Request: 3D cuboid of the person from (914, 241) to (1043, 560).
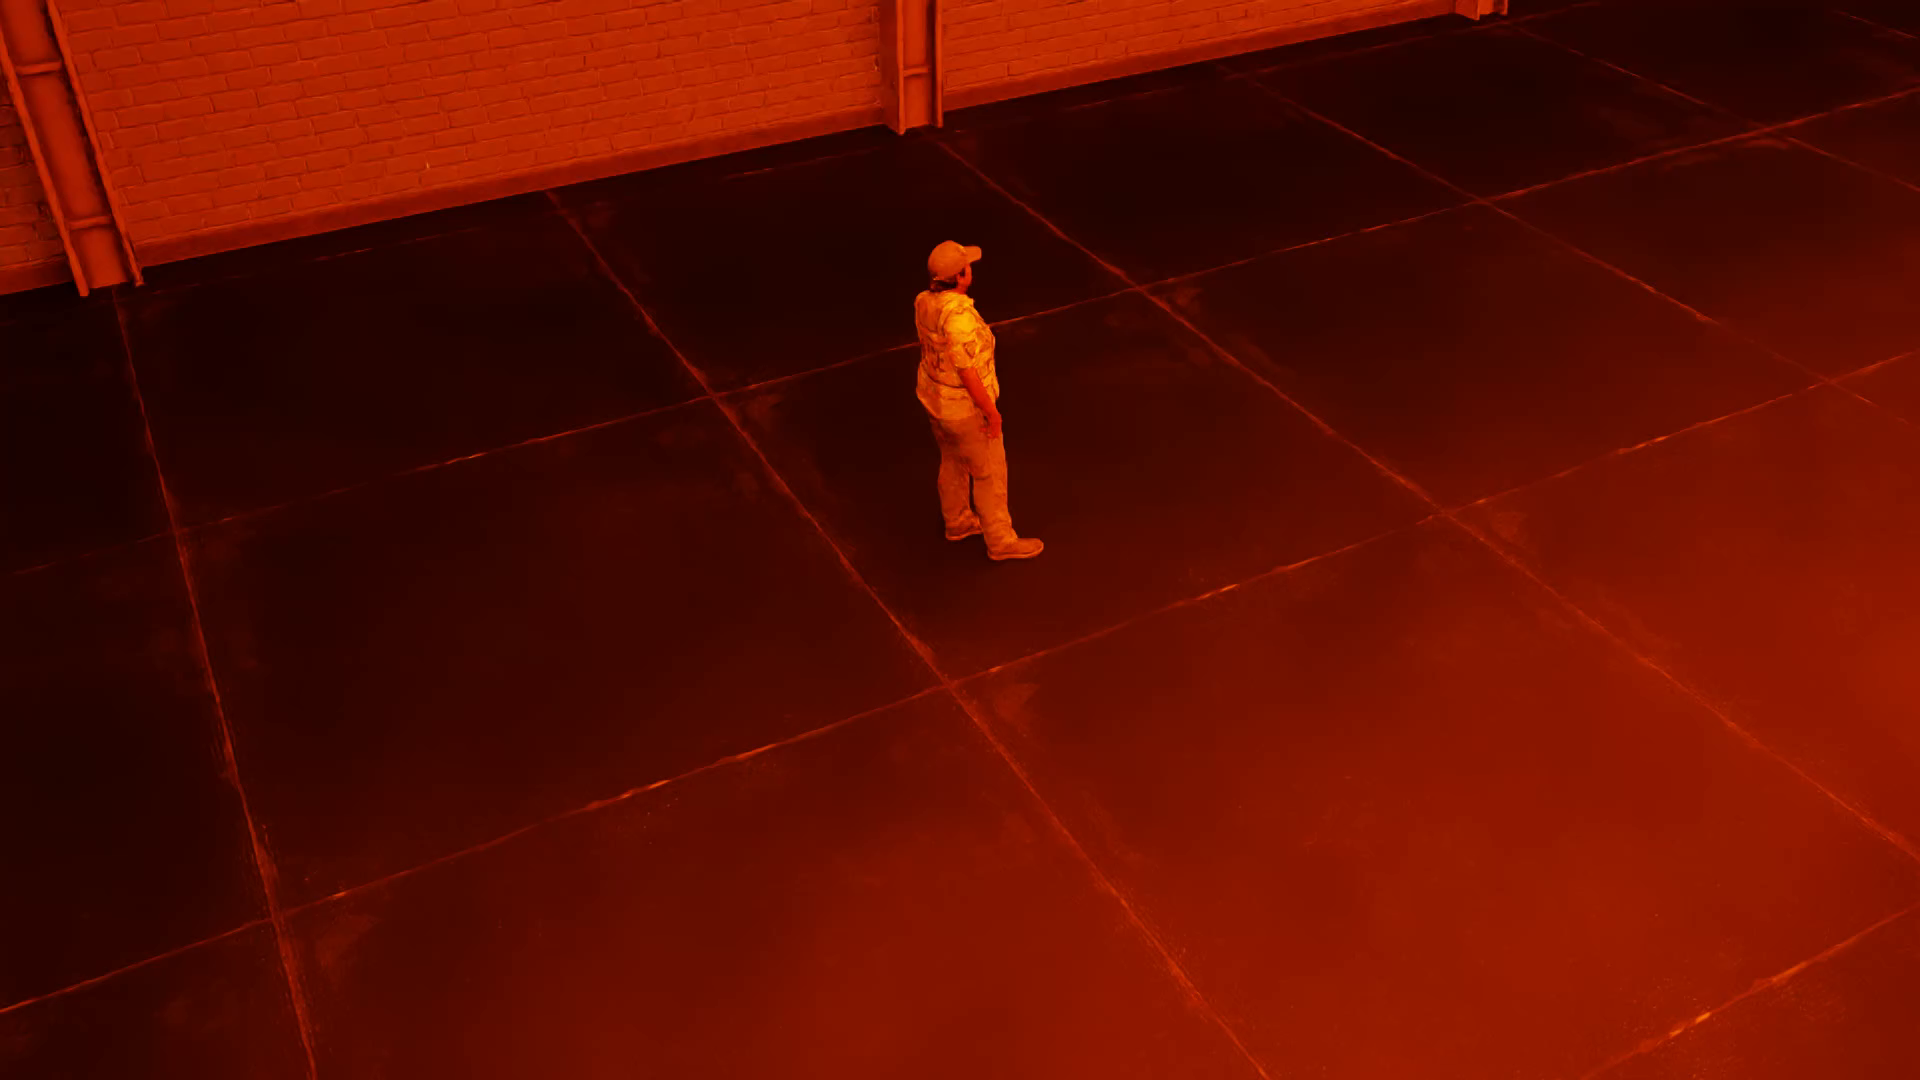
[{"bbox_3d":[0.078,-0.696,8.190,0.529,1.669,0.598,-17,39,-23],"label":"person"}]
